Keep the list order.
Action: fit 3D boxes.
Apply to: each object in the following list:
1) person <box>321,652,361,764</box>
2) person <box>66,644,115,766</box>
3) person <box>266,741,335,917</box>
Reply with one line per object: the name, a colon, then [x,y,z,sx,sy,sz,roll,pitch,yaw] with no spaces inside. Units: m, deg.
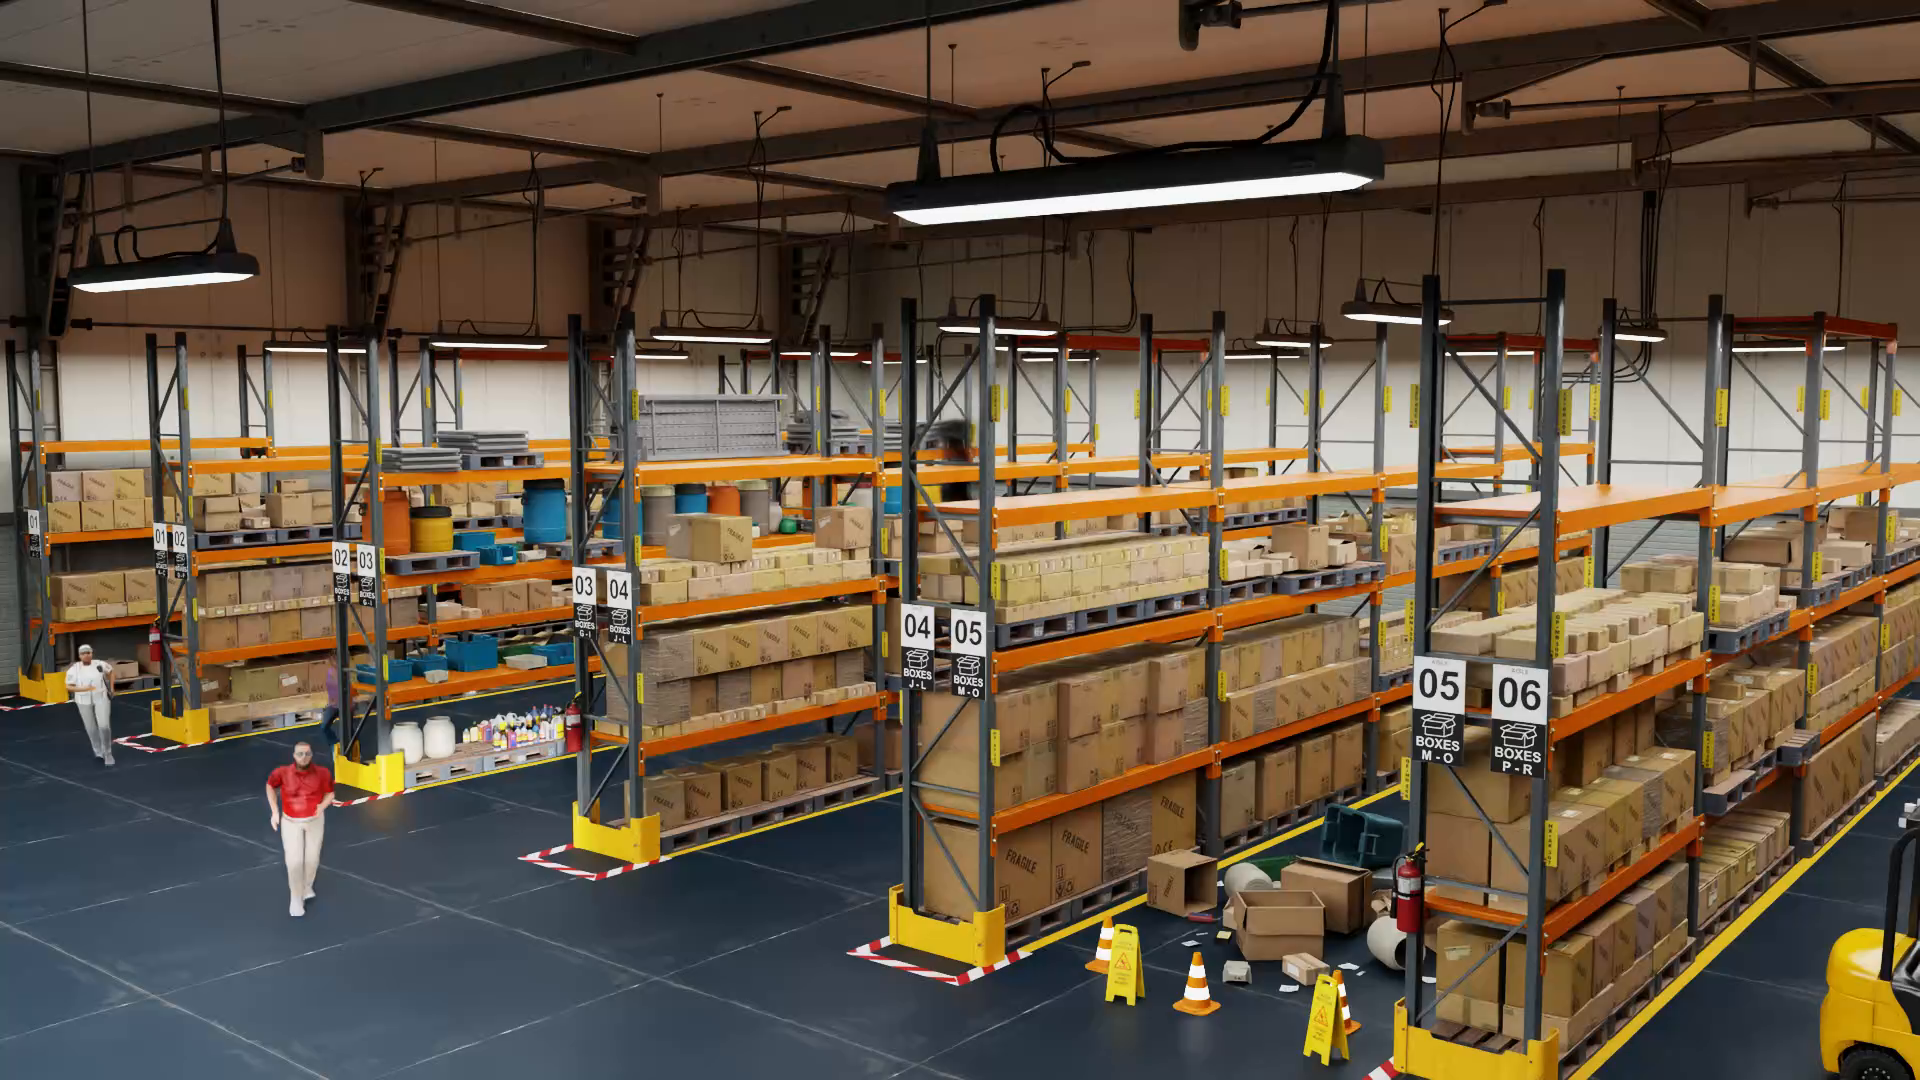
person: [-8.586,2.313,22.976,0.529,1.572,0.753,1,5,16]
person: [-12.035,2.284,23.035,0.582,1.704,0.675,-2,6,-21]
person: [-6.527,2.855,16.512,0.602,1.751,0.857,-3,6,-30]
